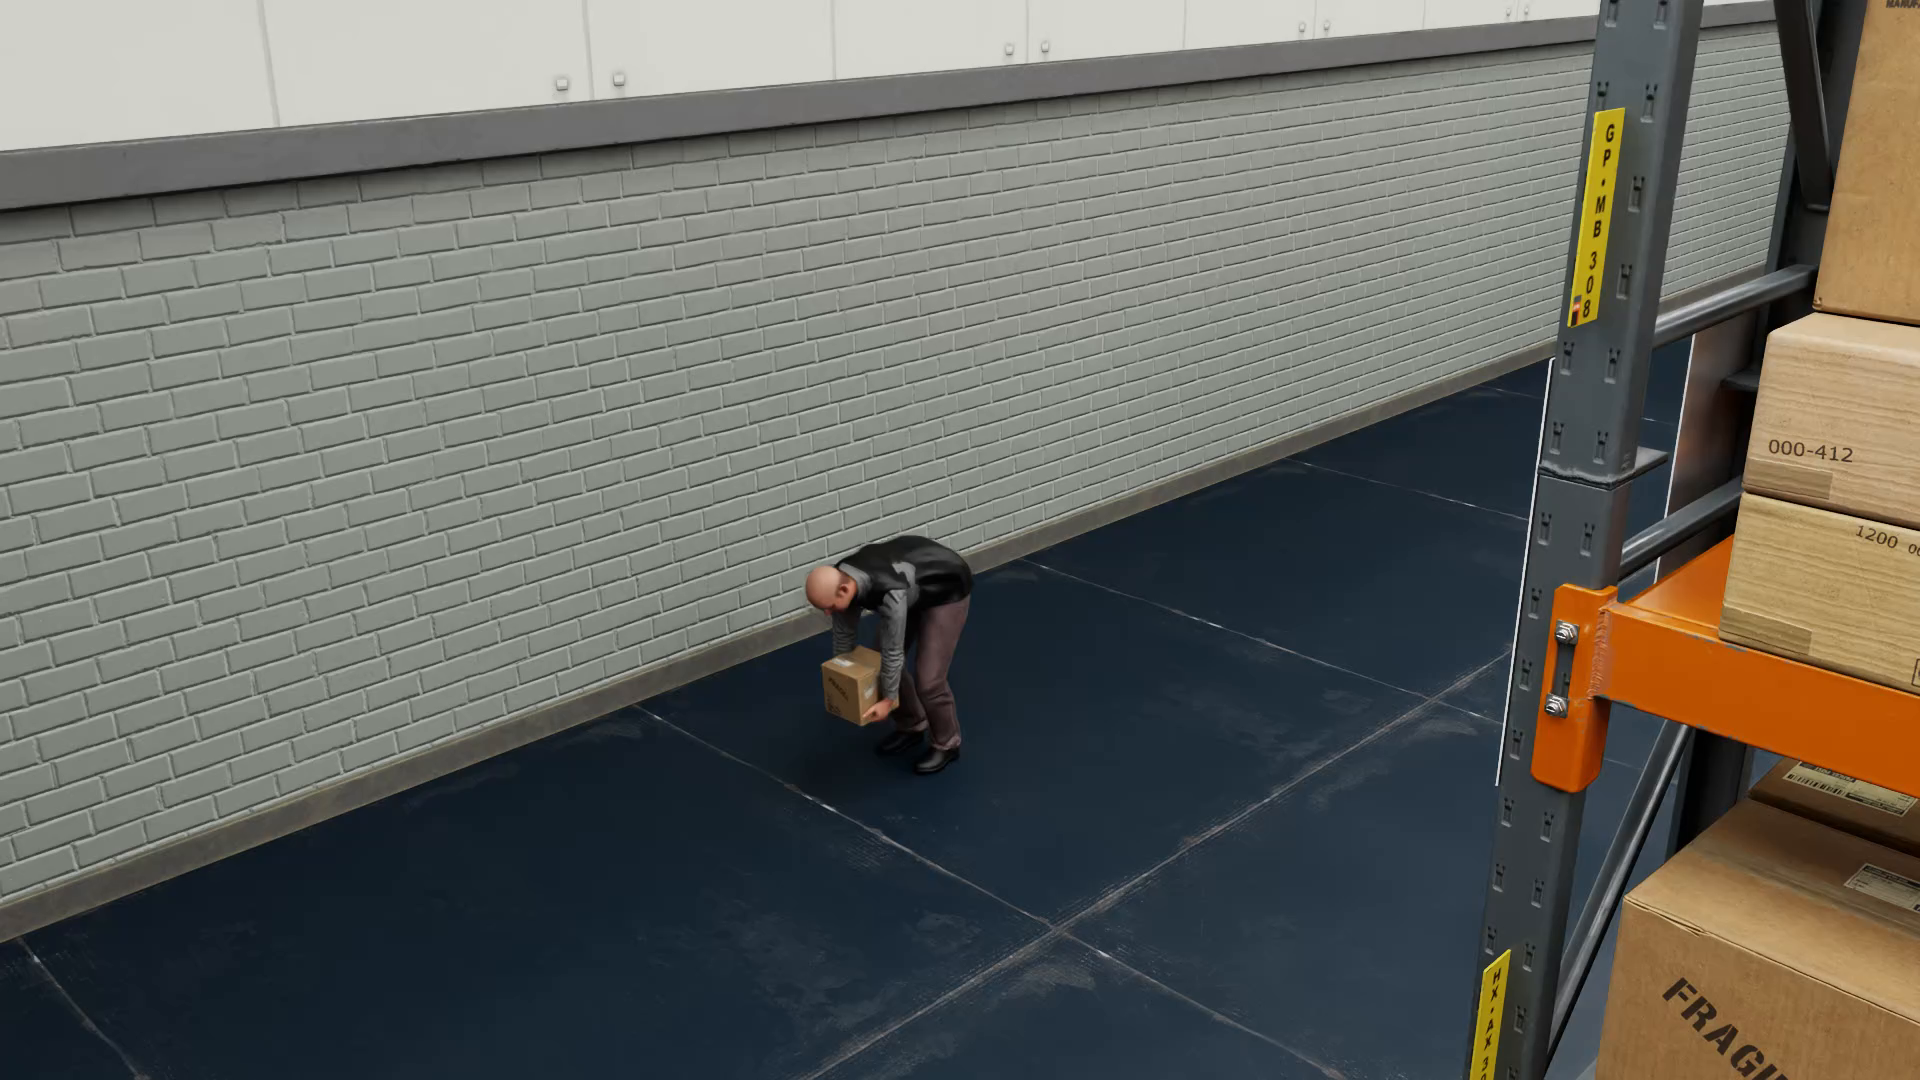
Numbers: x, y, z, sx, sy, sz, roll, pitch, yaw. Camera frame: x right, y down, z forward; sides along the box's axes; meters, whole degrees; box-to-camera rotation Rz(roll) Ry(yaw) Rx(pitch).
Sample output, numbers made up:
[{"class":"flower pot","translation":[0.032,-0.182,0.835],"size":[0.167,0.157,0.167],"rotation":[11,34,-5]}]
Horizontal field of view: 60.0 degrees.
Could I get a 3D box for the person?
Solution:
[{"class":"person","translation":[-0.348,0.570,7.875],"size":[0.464,1.172,0.948],"rotation":[18,27,40]}]
